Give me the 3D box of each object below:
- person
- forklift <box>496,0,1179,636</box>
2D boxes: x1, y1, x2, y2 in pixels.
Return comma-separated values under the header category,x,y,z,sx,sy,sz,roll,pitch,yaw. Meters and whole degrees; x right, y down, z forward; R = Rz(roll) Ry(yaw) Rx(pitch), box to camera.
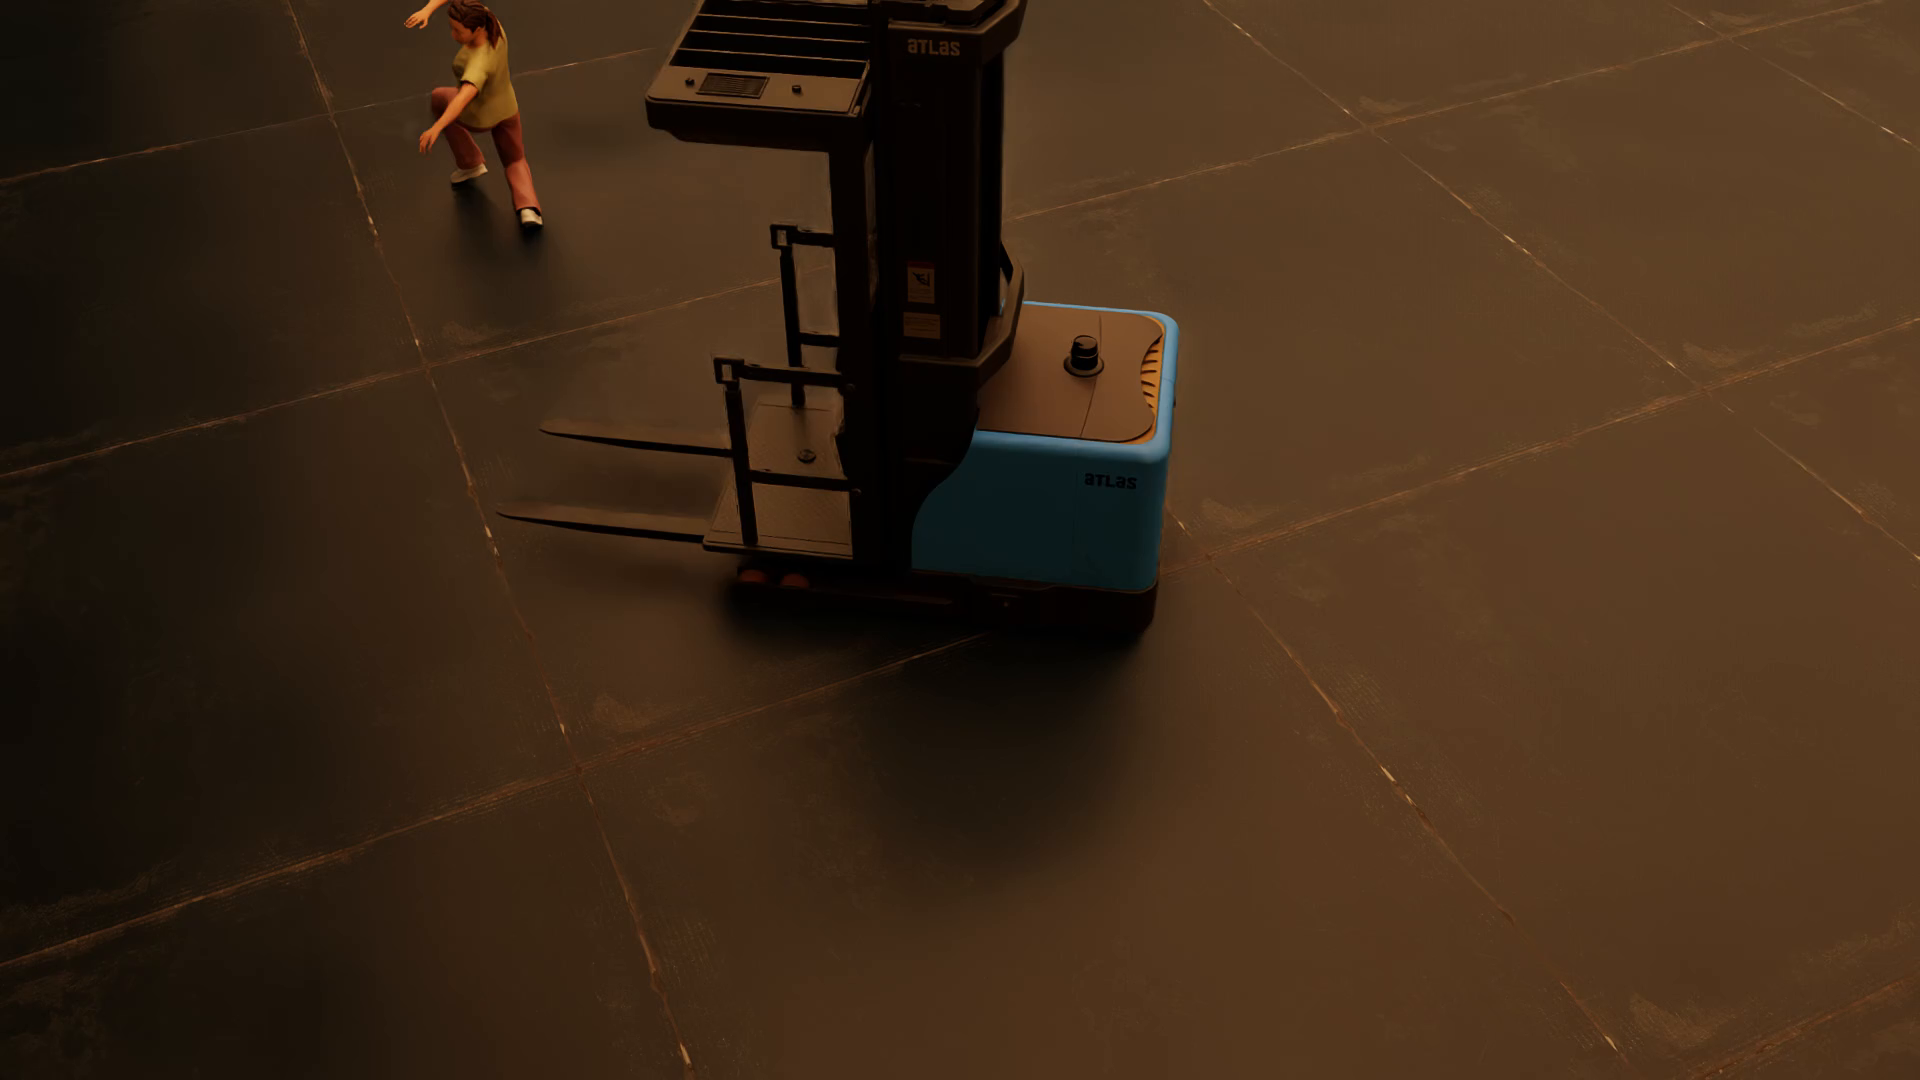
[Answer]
category,x,y,z,sx,sy,sz,roll,pitch,yaw
person,-2.885,-2.399,9.391,0.951,1.386,0.865,30,51,28
forklift,-0.585,-1.109,6.869,3.031,2.935,1.130,6,43,6
